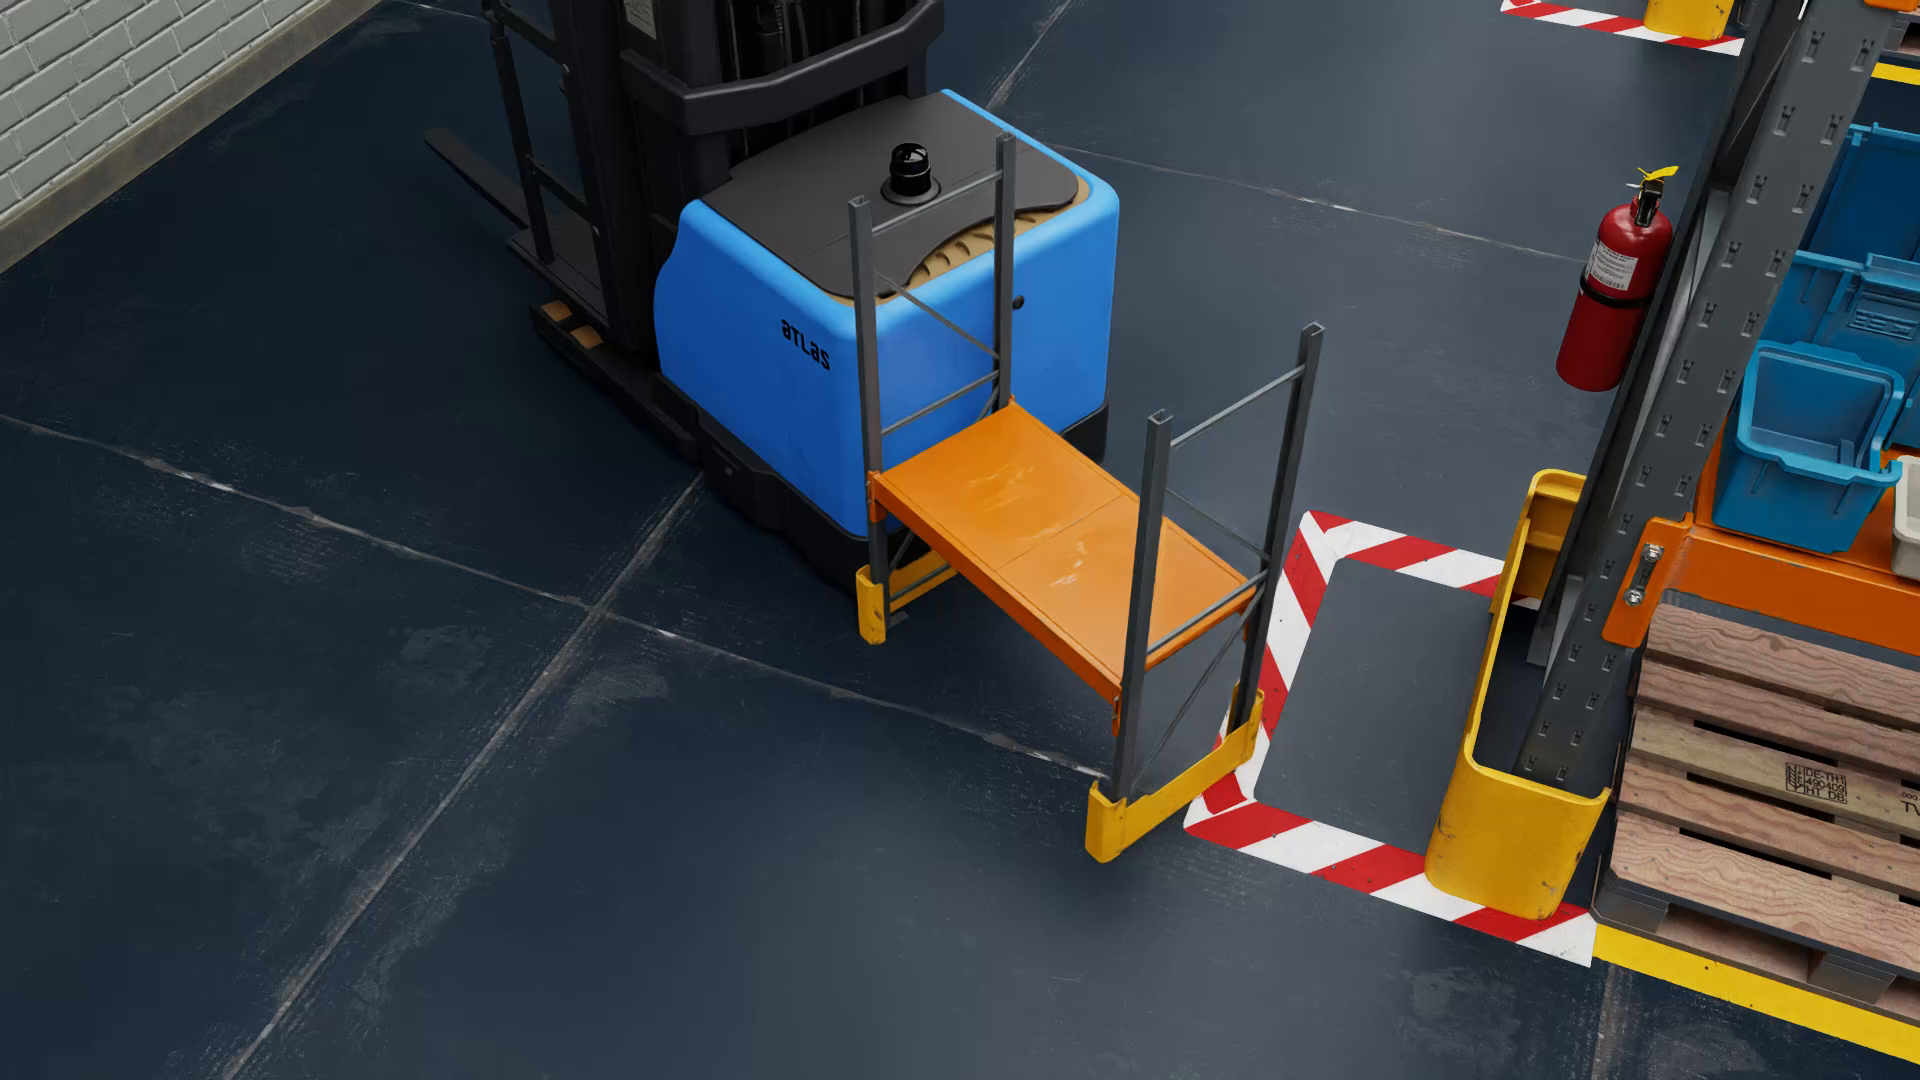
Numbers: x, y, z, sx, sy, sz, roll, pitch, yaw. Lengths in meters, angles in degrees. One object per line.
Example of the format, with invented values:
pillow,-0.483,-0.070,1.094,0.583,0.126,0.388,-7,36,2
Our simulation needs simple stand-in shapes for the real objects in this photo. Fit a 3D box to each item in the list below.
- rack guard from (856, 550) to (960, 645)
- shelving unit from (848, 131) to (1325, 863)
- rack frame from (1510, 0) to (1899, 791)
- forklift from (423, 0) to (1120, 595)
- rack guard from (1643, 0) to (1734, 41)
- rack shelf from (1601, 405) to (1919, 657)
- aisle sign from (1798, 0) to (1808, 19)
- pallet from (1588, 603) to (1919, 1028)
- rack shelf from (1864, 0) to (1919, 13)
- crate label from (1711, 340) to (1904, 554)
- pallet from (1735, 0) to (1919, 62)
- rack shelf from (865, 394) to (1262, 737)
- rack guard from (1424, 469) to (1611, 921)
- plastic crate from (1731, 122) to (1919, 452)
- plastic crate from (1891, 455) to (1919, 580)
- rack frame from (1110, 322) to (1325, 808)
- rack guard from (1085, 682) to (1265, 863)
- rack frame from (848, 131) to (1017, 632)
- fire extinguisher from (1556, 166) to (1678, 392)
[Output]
rack guard,-0.055,0.076,4.996,0.587,0.250,0.087,-30,52,-27
shelving unit,0.258,-0.099,4.282,0.587,1.500,1.083,-30,52,-27
rack frame,1.611,-0.500,3.626,0.127,3.000,1.000,16,47,16
forklift,-0.871,-1.833,5.014,1.130,2.935,3.031,-32,53,-28
rack guard,3.496,-2.845,7.755,0.348,0.500,1.175,16,47,16
rack shelf,3.457,0.298,3.334,4.000,0.370,1.077,16,47,16
aisle sign,1.430,-1.248,2.535,0.004,0.787,0.394,16,47,16
pallet,2.357,0.737,4.359,1.213,0.211,1.003,16,47,16
rack shelf,3.457,-0.766,2.276,4.000,0.370,1.077,16,47,16
crate label,1.712,-0.181,3.381,0.303,0.233,0.416,16,47,16
pallet,4.286,-2.570,7.683,1.213,0.211,1.003,16,47,16
rack shelf,0.264,0.034,4.403,0.538,0.185,1.000,-30,52,-27
rack guard,1.584,0.388,4.506,0.348,0.500,1.175,16,47,16
plastic crate,1.992,-0.565,3.623,0.499,0.435,0.616,16,47,16
plastic crate,1.976,-0.006,3.274,0.298,0.136,0.250,16,47,16
rack frame,0.586,0.182,3.996,0.500,1.500,0.032,-30,52,-27
rack guard,0.576,0.616,4.446,0.587,0.250,0.087,-30,52,-27
rack frame,-0.059,-0.369,4.557,0.500,1.500,0.032,-30,52,-27
fire extinguisher,1.647,-0.678,4.124,0.183,0.674,0.296,16,47,16
